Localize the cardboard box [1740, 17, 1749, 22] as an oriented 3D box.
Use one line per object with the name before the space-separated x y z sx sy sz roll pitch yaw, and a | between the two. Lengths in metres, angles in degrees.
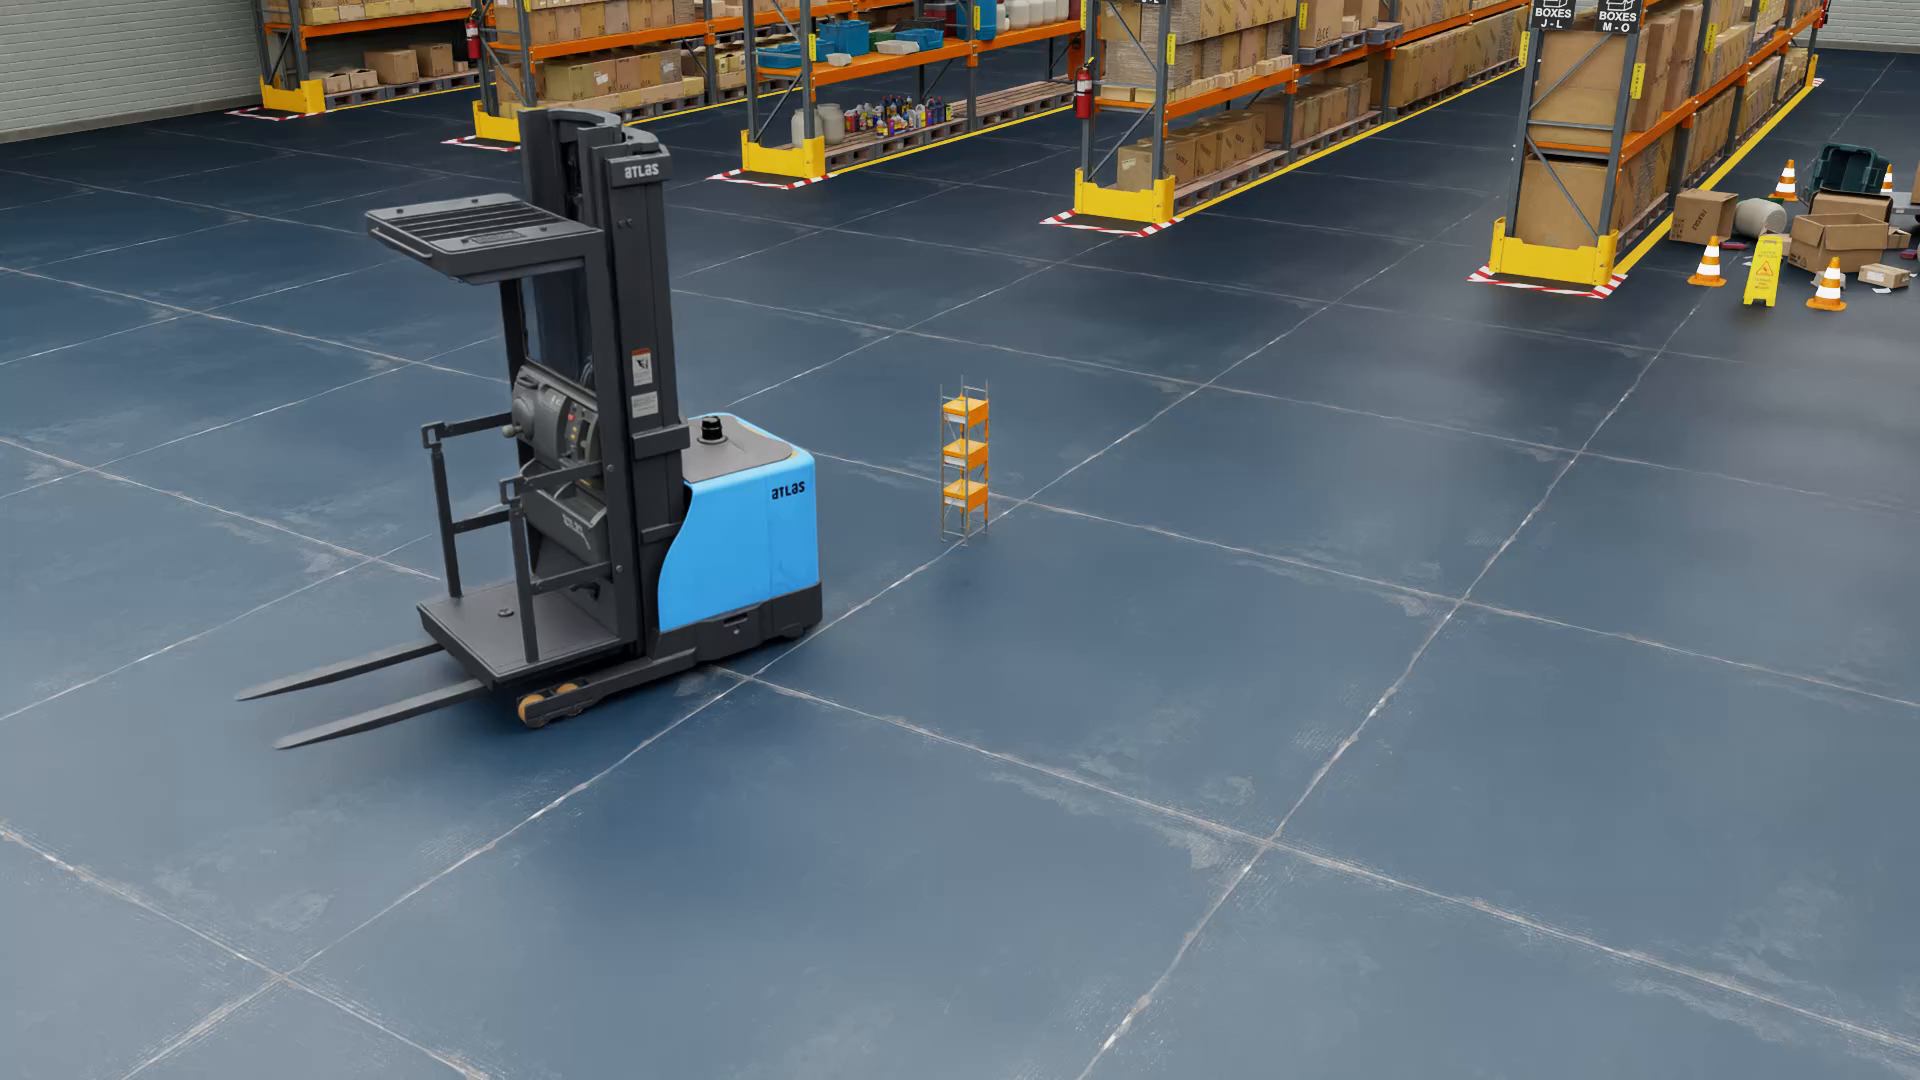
cardboard box | 10.685 -7.131 22.861 0.380 0.149 0.250 15 28 31

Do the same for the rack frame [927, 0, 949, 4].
rack frame | -0.205 -11.297 33.071 1.000 3.000 0.127 14 27 29

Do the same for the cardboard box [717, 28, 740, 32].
cardboard box | -5.114 -10.993 34.545 0.750 0.750 0.750 15 27 31

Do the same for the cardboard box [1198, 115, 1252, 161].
cardboard box | 3.449 -5.244 21.705 0.500 0.500 0.500 -18 29 -36

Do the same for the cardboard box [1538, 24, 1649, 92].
cardboard box | 6.268 -4.778 16.463 0.875 0.550 0.550 14 27 29

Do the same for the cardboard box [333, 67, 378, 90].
cardboard box | -10.003 -7.659 27.497 0.500 0.311 0.500 16 28 33

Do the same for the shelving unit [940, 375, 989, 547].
shelving unit | 0.028 -0.500 10.583 0.215 1.050 0.252 14 27 29

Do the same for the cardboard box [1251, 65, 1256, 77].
cardboard box | 3.522 -5.952 21.039 0.380 0.149 0.250 14 27 29

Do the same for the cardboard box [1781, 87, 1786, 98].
cardboard box | 12.975 -7.176 26.611 0.380 0.149 0.250 15 27 30

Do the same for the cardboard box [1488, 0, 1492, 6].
cardboard box | 9.062 -9.402 29.008 0.380 0.149 0.250 13 27 28

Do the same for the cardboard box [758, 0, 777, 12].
cardboard box | -3.464 -9.246 28.206 0.500 0.500 0.500 14 27 29

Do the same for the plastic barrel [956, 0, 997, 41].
plastic barrel | 0.243 -7.855 24.488 0.600 0.901 0.708 14 27 29

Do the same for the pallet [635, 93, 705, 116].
pallet | -4.880 -7.058 26.788 1.003 0.211 1.213 14 27 29

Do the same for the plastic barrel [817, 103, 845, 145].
plastic barrel | -1.782 -5.666 22.666 0.421 0.512 0.421 0 23 0

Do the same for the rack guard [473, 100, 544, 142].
rack guard | -6.547 -6.092 24.193 1.175 0.500 0.348 14 27 29

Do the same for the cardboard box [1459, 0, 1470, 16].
cardboard box | 8.195 -9.051 27.755 0.500 0.500 0.500 14 27 29

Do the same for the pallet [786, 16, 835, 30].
pallet | -3.305 -11.708 37.529 1.003 0.211 1.213 14 27 29

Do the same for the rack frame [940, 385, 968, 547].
rack frame | -0.036 -0.459 10.488 0.200 1.050 0.008 14 27 29

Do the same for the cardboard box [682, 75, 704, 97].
cardboard box | -4.484 -7.326 26.829 0.500 0.250 0.500 14 27 29

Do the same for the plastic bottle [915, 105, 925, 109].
plastic bottle | -0.554 -6.190 24.147 0.152 0.276 0.135 14 27 29

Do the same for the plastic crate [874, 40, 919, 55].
plastic crate | -0.860 -6.836 23.096 0.530 0.136 0.437 14 27 29

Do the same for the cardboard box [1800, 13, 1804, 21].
cardboard box | 13.450 -8.513 26.955 0.380 0.149 0.250 15 28 31

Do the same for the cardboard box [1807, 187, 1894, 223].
cardboard box | 9.560 -3.451 17.916 0.797 0.637 0.503 14 27 29

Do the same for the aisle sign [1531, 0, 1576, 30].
aisle sign | 5.748 -5.328 16.010 0.394 0.787 0.004 14 27 29

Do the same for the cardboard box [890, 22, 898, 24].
cardboard box | -1.021 -9.619 31.787 0.500 0.500 0.500 13 27 27

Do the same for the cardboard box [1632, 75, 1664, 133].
cardboard box | 6.871 -4.653 17.533 0.875 0.550 0.550 14 27 29

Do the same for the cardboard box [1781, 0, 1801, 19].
cardboard box | 12.845 -8.443 25.978 0.500 0.500 0.500 13 27 28

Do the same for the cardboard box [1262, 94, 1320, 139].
cardboard box | 4.599 -5.934 23.275 0.700 0.500 0.500 14 27 29

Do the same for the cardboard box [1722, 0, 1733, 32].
cardboard box | 9.480 -6.807 21.314 0.700 0.500 0.500 13 27 28

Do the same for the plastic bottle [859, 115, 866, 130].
plastic bottle | -1.387 -5.944 23.672 0.097 0.201 0.097 0 23 0

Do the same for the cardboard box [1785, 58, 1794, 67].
cardboard box | 13.574 -7.899 27.531 0.380 0.149 0.250 14 27 29

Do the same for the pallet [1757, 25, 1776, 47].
pallet | 11.269 -7.385 24.275 1.003 0.211 1.213 14 27 29

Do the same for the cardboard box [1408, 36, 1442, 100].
cardboard box | 6.958 -7.615 26.711 1.225 0.875 0.875 14 27 29

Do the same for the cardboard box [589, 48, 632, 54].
cardboard box | -5.463 -7.444 26.158 0.500 0.500 0.500 14 27 29

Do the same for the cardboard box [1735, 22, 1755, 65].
cardboard box | 10.250 -6.634 22.173 0.500 0.500 0.500 14 27 29

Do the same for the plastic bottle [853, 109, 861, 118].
plastic bottle | -1.503 -5.998 23.703 0.152 0.276 0.135 13 27 28

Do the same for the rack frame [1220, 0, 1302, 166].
rack frame | 3.989 -6.520 22.035 1.000 3.000 0.127 14 27 29

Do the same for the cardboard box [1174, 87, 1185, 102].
cardboard box | 2.380 -5.181 19.259 0.380 0.149 0.250 14 27 29

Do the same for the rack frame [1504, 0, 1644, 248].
rack frame | 6.040 -4.096 16.437 1.000 3.000 0.127 14 27 29

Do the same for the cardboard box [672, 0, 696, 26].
cardboard box | -4.653 -8.492 26.465 0.700 0.500 0.500 13 27 28

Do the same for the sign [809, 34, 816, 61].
sign | -1.863 -6.218 20.989 0.100 0.325 0.005 14 27 29

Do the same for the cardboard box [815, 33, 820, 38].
cardboard box | -2.382 -8.907 29.776 0.500 0.311 0.500 15 27 30

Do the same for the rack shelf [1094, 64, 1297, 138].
rack shelf | 2.934 -5.515 20.619 1.077 0.370 4.000 14 27 29

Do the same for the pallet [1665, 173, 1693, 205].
pallet | 8.493 -4.443 20.747 1.003 0.211 1.213 14 27 29

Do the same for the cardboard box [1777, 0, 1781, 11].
cardboard box | 12.056 -8.012 24.896 0.380 0.149 0.250 15 28 31

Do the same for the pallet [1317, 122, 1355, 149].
pallet | 5.041 -5.917 24.152 1.003 0.211 1.213 14 27 29

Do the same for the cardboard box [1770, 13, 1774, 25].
cardboard box | 11.784 -7.697 24.542 0.380 0.149 0.250 13 26 27

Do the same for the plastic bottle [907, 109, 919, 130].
plastic bottle | -0.674 -6.004 23.719 0.152 0.276 0.135 14 27 30

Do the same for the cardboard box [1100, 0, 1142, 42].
cardboard box | 1.960 -6.049 19.187 0.500 0.500 0.500 14 27 29

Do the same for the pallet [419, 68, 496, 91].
pallet | -8.959 -8.120 29.242 1.003 0.211 1.213 14 27 29

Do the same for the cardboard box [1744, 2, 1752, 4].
cardboard box | 10.808 -7.353 22.999 0.380 0.149 0.250 13 27 28

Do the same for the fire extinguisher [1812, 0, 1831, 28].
fire extinguisher | 15.005 -9.278 28.973 0.296 0.674 0.183 14 27 29

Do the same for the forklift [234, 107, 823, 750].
forklift | -2.261 -0.620 8.493 3.031 2.935 1.130 -17 29 -34

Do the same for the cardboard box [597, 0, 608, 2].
cardboard box | -5.467 -8.113 24.773 0.380 0.149 0.250 13 27 28

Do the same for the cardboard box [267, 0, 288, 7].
cardboard box | -10.677 -8.772 26.457 0.500 0.500 0.500 14 27 28

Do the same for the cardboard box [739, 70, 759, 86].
cardboard box | -3.731 -7.784 27.889 0.500 0.250 0.500 15 27 30

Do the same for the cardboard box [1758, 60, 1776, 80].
cardboard box | 11.909 -7.061 24.959 0.500 0.250 0.500 15 28 31
